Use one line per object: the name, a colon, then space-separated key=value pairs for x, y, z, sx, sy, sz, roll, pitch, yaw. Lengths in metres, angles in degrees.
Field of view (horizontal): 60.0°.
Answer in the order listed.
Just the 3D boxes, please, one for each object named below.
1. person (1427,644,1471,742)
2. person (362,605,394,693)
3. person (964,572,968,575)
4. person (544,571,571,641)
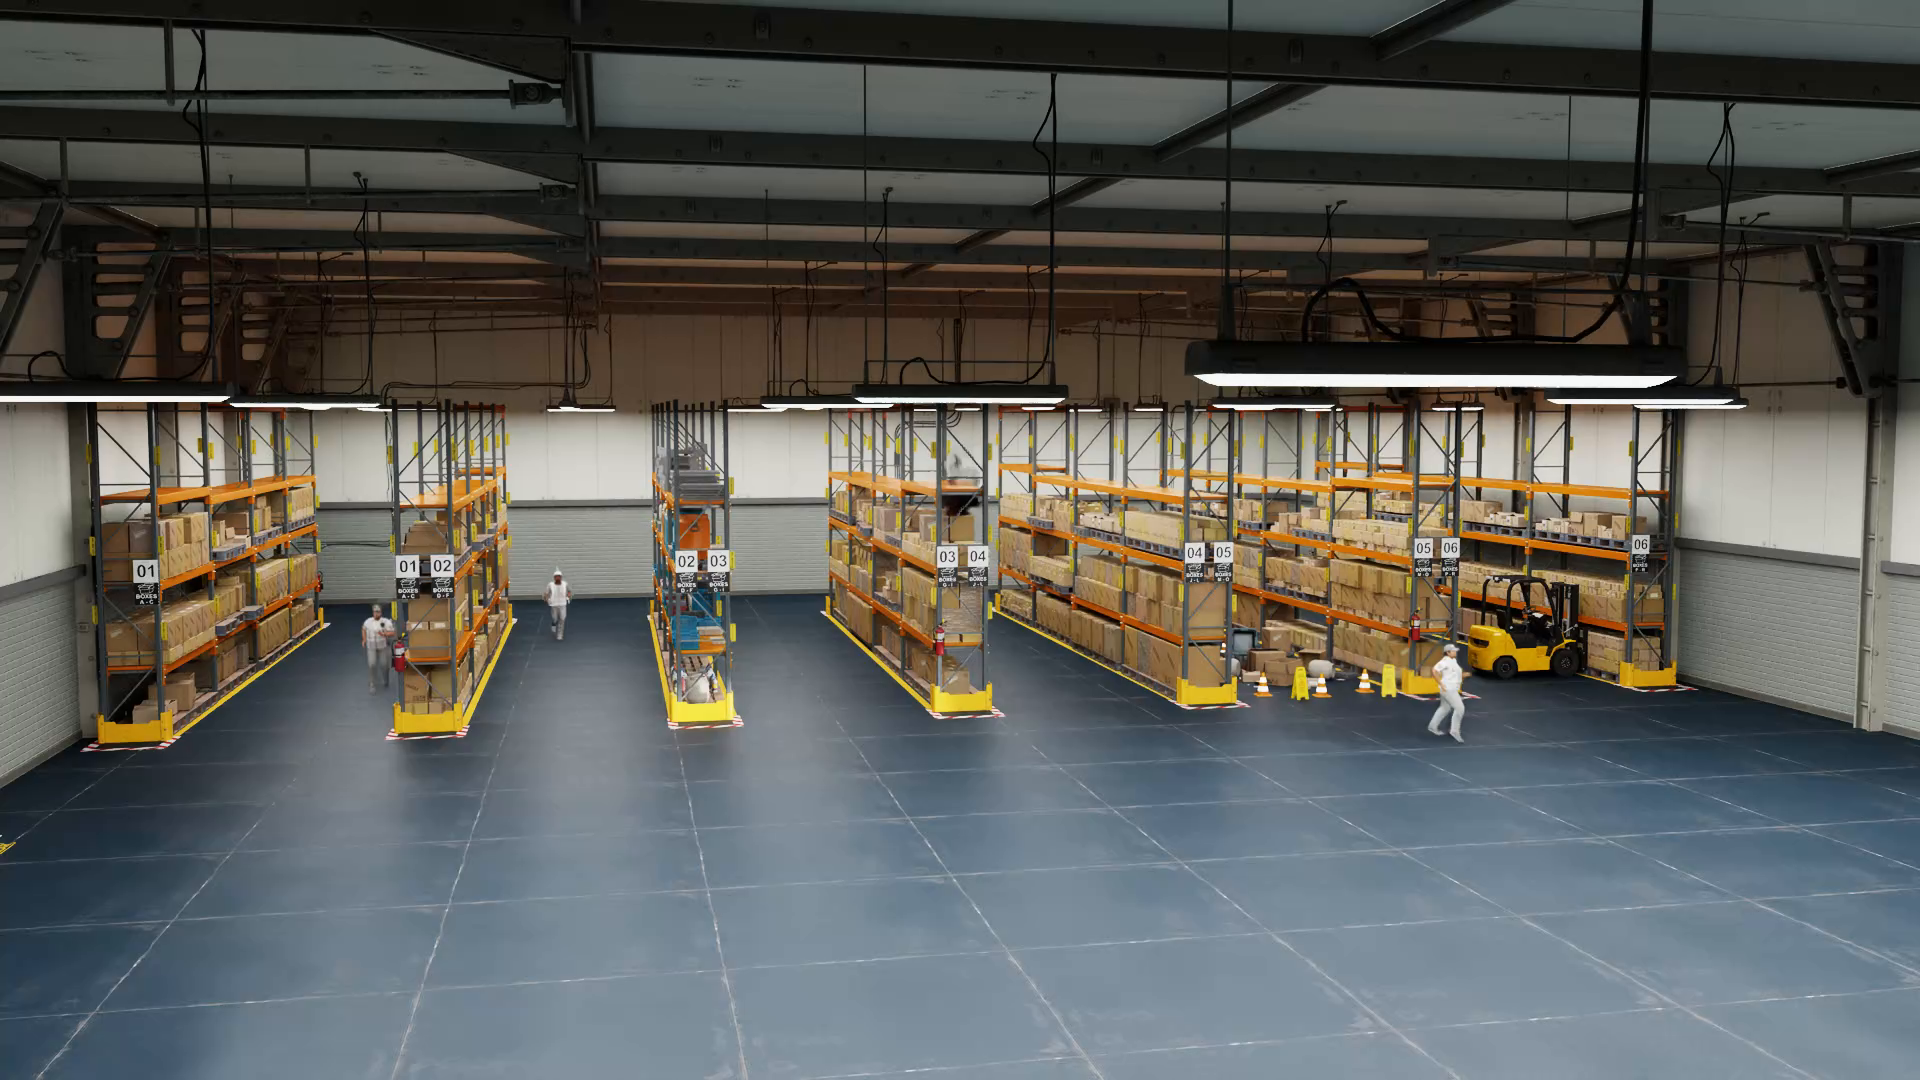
person: x=8.617 y=2.691 z=29.311 sx=0.734 sy=1.731 sz=0.576 roll=2 pitch=5 yaw=25
person: x=-12.049 y=2.220 z=34.425 sx=0.661 sy=1.773 sz=0.984 roll=-1 pitch=4 yaw=-13
person: x=0.376 y=1.403 z=45.696 sx=0.623 sy=1.775 sz=0.773 roll=-1 pitch=4 yaw=-8
person: x=-10.206 y=1.667 z=42.280 sx=0.680 sy=1.757 sz=0.822 roll=-2 pitch=5 yaw=-21
